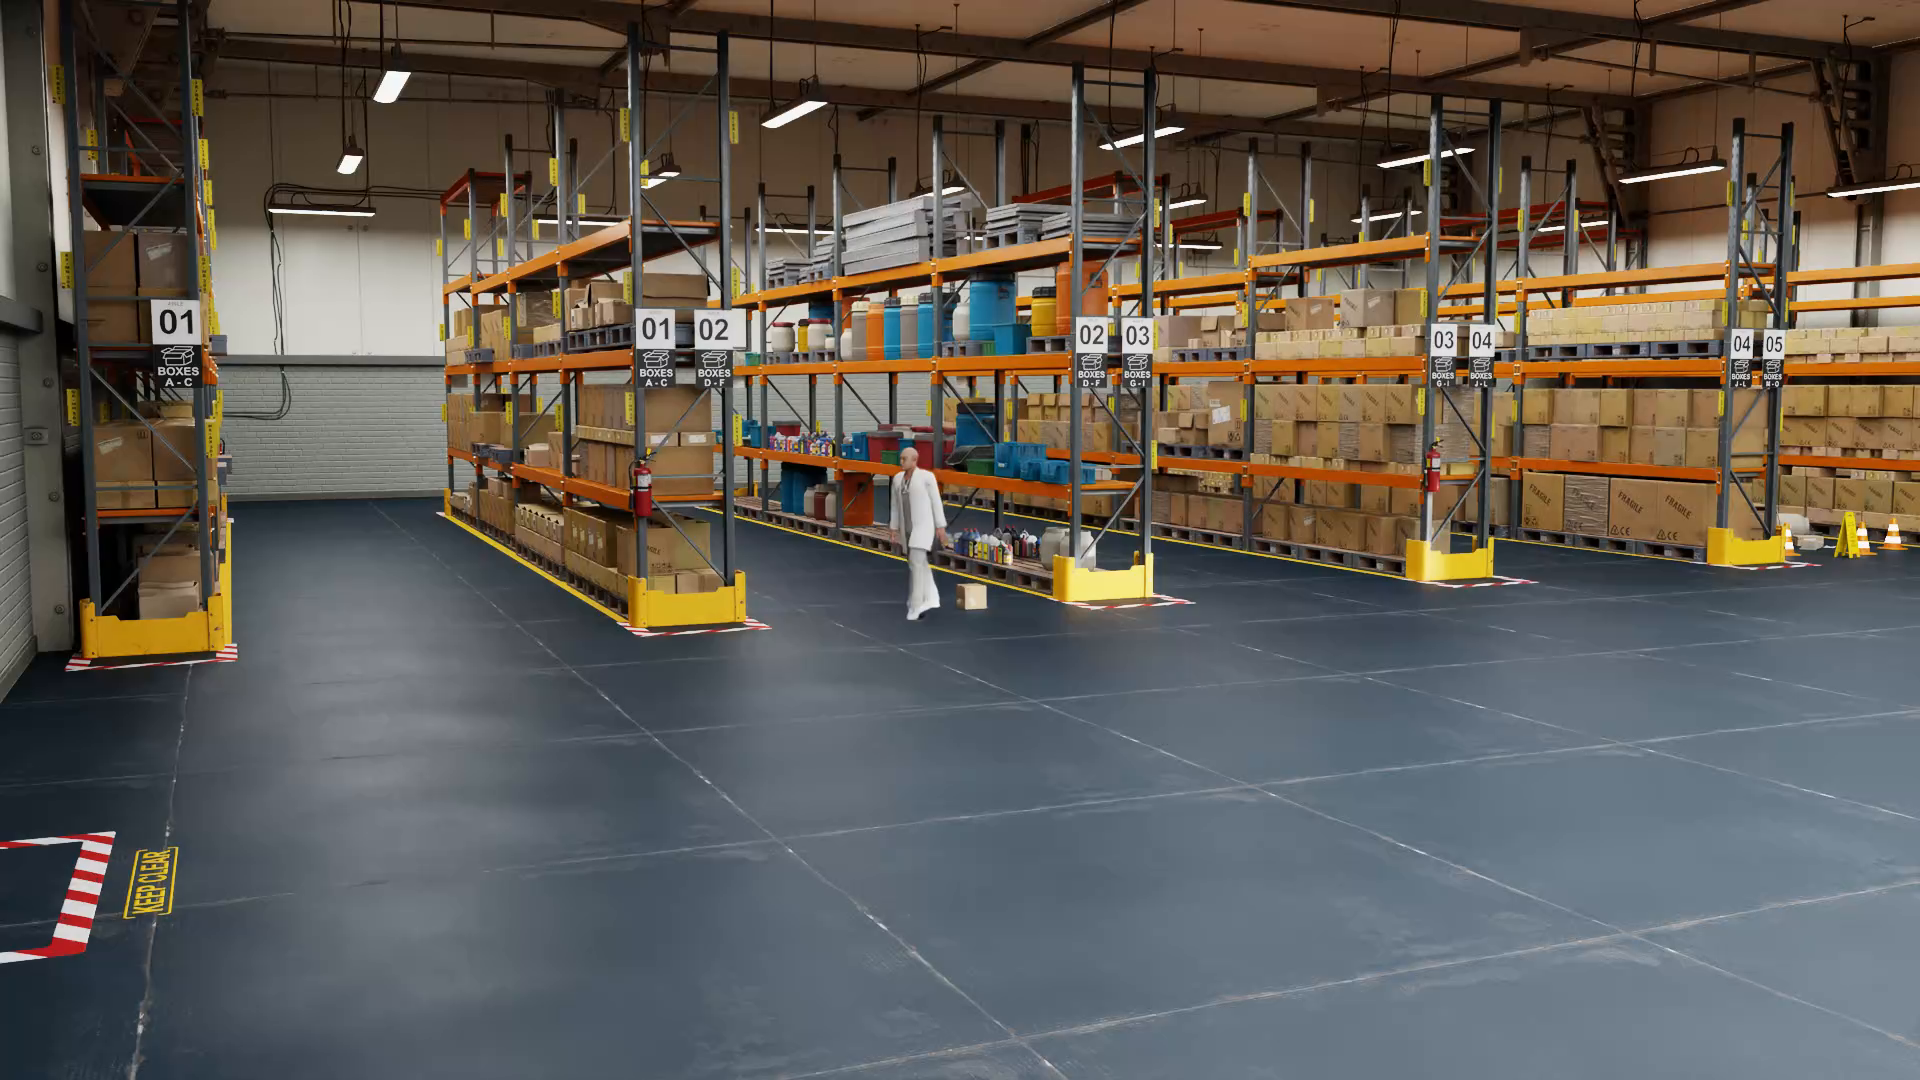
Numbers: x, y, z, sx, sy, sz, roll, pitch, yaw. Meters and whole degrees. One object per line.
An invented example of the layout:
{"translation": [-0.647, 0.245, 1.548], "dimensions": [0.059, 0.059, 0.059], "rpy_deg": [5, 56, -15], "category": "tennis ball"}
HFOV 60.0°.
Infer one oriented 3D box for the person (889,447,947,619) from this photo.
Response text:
{"translation": [-0.462, -0.078, 17.688], "dimensions": [0.615, 1.818, 0.702], "rpy_deg": [5, 7, 40], "category": "person"}
